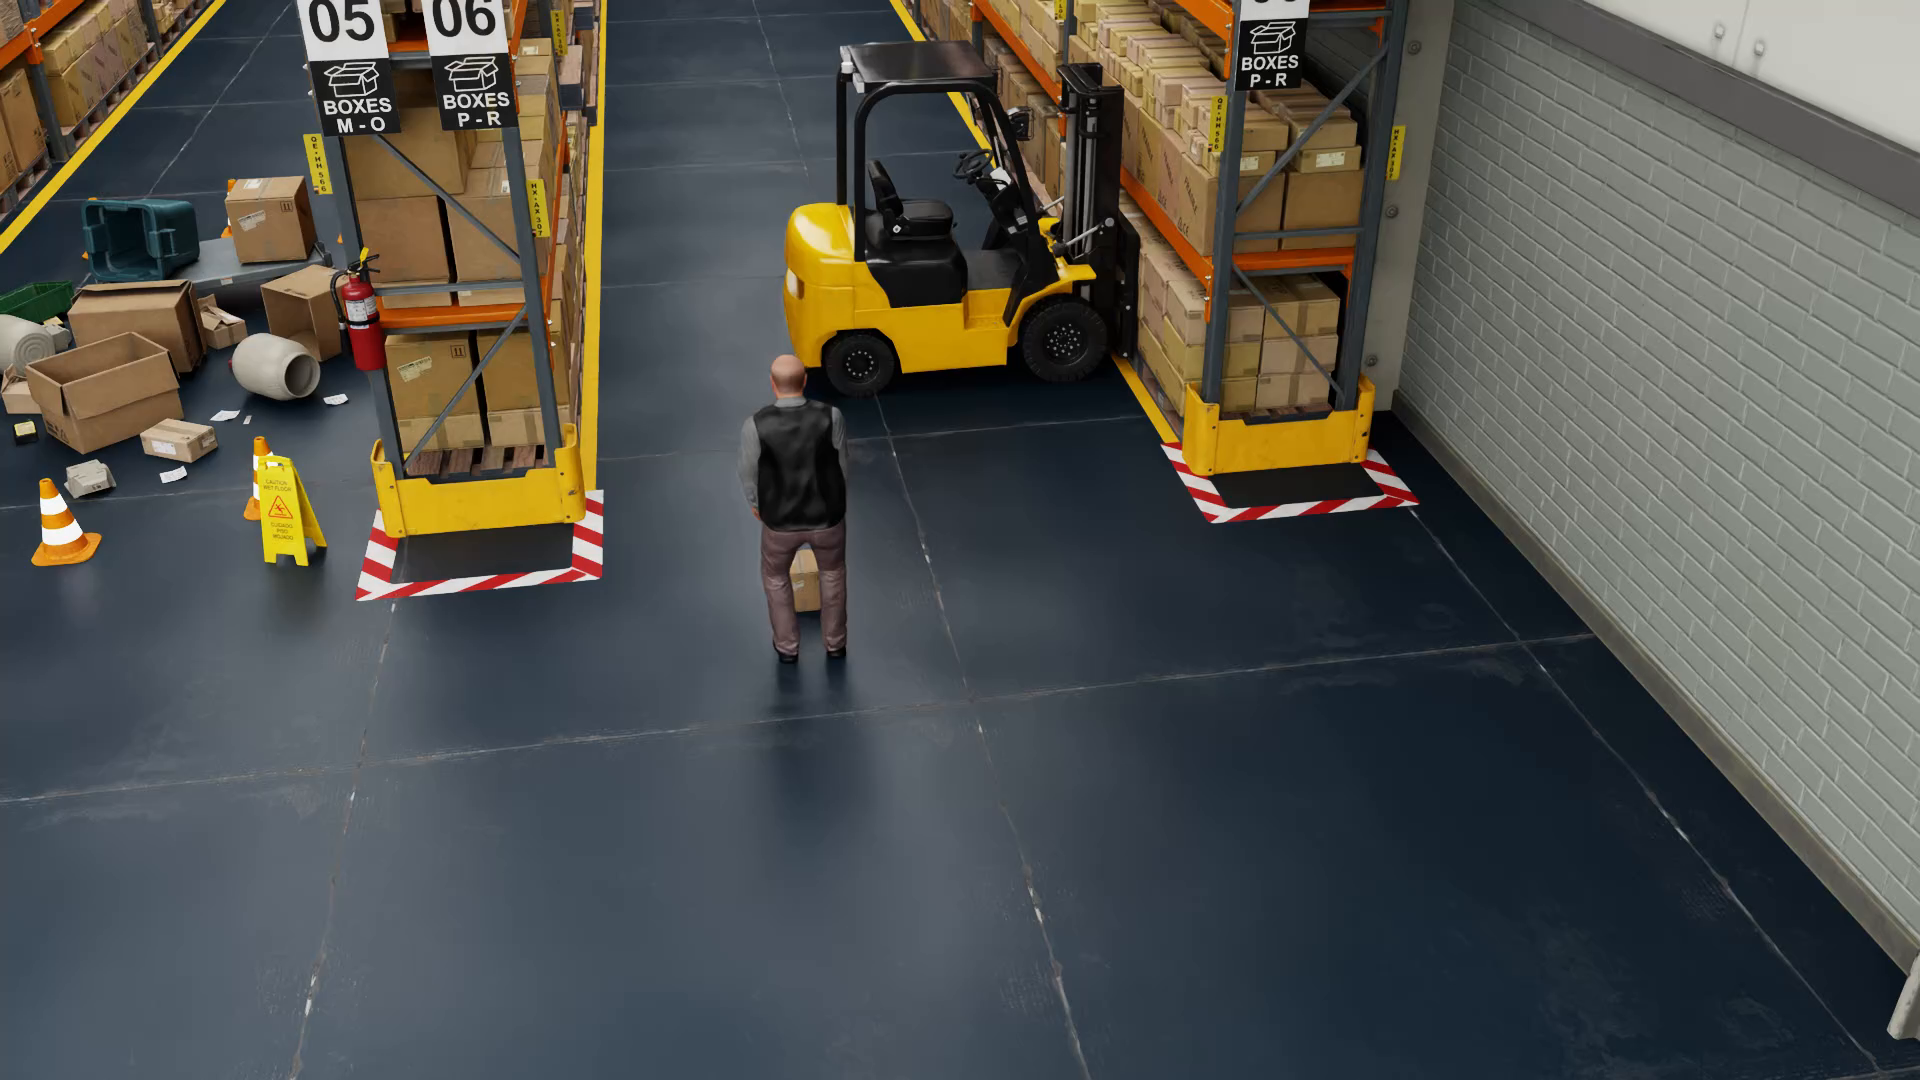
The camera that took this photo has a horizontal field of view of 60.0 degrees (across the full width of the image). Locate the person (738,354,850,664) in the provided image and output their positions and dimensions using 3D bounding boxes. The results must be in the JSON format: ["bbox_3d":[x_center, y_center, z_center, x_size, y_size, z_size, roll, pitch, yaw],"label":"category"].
[{"bbox_3d":[-0.827,-0.126,8.451,0.563,1.656,0.447,-5,31,-8],"label":"person"}]
